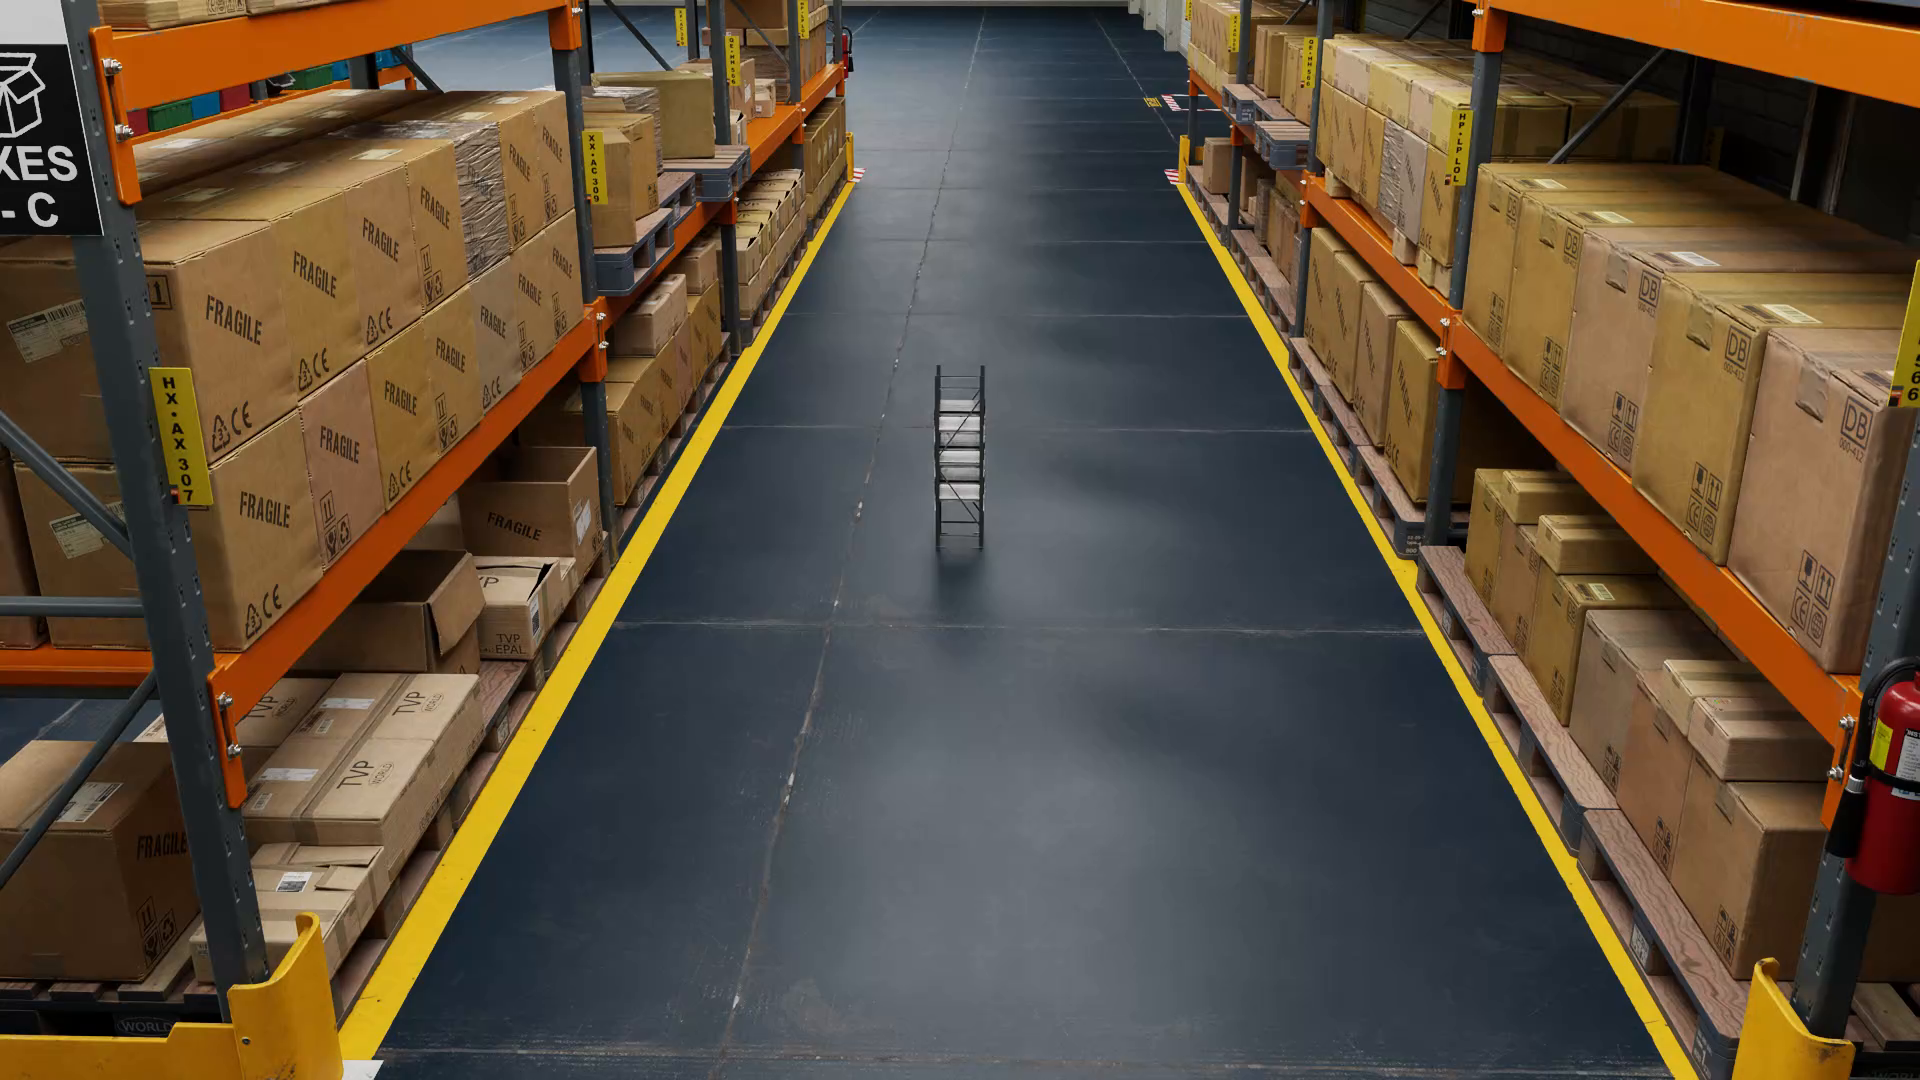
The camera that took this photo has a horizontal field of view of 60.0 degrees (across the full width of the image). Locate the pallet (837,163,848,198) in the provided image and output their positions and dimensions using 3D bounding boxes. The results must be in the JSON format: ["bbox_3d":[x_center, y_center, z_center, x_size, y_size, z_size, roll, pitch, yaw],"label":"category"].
[{"bbox_3d":[-1.814,-4.044,18.660,1.003,0.211,1.213,1,21,2],"label":"pallet"}]

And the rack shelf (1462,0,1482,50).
[{"bbox_3d":[2.815,-3.015,9.001,1.077,0.370,4.000,1,21,2],"label":"rack shelf"}]

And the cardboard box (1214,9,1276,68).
[{"bbox_3d":[2.712,-4.766,15.807,0.500,0.500,0.500,1,21,1],"label":"cardboard box"}]

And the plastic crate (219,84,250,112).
[{"bbox_3d":[-6.614,-4.082,14.815,0.402,0.464,0.583,1,21,2],"label":"plastic crate"}]

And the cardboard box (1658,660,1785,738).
[{"bbox_3d":[2.382,0.489,5.100,0.380,0.149,0.250,1,21,3],"label":"cardboard box"}]

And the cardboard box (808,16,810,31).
[{"bbox_3d":[-1.709,-5.179,16.695,0.380,0.149,0.250,0,21,1],"label":"cardboard box"}]

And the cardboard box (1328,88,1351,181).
[{"bbox_3d":[2.580,-2.508,10.269,0.500,0.500,0.500,1,21,3],"label":"cardboard box"}]

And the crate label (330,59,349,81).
[{"bbox_3d":[-6.569,-5.025,17.284,0.502,0.435,0.616,1,21,2],"label":"crate label"}]

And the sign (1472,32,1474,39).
[{"bbox_3d":[3.430,-3.210,11.056,0.100,0.325,0.005,1,21,2],"label":"sign"}]

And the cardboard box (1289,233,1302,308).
[{"bbox_3d":[2.845,-1.976,12.323,0.700,0.500,0.500,1,21,2],"label":"cardboard box"}]

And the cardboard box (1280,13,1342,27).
[{"bbox_3d":[3.220,-4.578,15.325,0.500,0.500,0.500,0,21,0],"label":"cardboard box"}]

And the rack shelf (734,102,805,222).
[{"bbox_3d":[-2.015,-3.116,13.408,1.077,0.370,4.000,1,21,2],"label":"rack shelf"}]

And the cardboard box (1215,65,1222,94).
[{"bbox_3d":[2.732,-4.416,15.943,0.500,0.250,0.500,1,21,2],"label":"cardboard box"}]

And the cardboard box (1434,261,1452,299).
[{"bbox_3d":[2.481,-1.247,7.915,0.380,0.149,0.250,1,21,2],"label":"cardboard box"}]

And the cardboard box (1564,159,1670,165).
[{"bbox_3d":[3.020,-1.587,7.896,0.500,0.500,0.500,0,21,0],"label":"cardboard box"}]

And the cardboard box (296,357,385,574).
[{"bbox_3d":[-2.032,-0.227,4.829,0.500,0.500,0.500,0,21,1],"label":"cardboard box"}]

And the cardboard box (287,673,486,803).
[{"bbox_3d":[-1.989,0.686,5.808,0.500,0.250,0.500,1,21,2],"label":"cardboard box"}]

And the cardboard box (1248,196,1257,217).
[{"bbox_3d":[2.984,-3.200,15.937,0.380,0.166,0.250,-2,21,-5],"label":"cardboard box"}]

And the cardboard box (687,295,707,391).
[{"bbox_3d":[-1.886,-1.241,10.427,0.500,0.500,0.500,0,21,0],"label":"cardboard box"}]

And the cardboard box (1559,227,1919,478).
[{"bbox_3d":[2.681,-0.646,5.633,0.980,0.700,0.700,0,21,-1],"label":"cardboard box"}]

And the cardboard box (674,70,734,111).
[{"bbox_3d":[-2.041,-3.382,12.961,0.500,0.500,0.500,0,21,-1],"label":"cardboard box"}]

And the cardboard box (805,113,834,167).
[{"bbox_3d":[-1.584,-4.145,17.249,0.500,0.500,0.500,1,21,2],"label":"cardboard box"}]

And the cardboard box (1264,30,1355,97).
[{"bbox_3d":[2.923,-3.988,13.914,0.700,0.500,0.500,3,21,7],"label":"cardboard box"}]

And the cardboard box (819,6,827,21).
[{"bbox_3d":[-1.660,-5.735,18.129,0.380,0.149,0.250,1,21,3],"label":"cardboard box"}]

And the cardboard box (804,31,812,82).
[{"bbox_3d":[-1.904,-4.939,16.974,0.700,0.500,0.500,1,21,3],"label":"cardboard box"}]

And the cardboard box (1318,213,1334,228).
[{"bbox_3d":[2.925,-2.531,12.716,0.500,0.250,0.500,1,21,3],"label":"cardboard box"}]

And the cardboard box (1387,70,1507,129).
[{"bbox_3d":[2.553,-2.314,8.733,0.500,0.250,0.500,1,21,3],"label":"cardboard box"}]

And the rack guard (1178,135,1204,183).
[{"bbox_3d":[3.117,-4.375,19.114,1.175,0.500,0.348,1,21,2],"label":"rack guard"}]

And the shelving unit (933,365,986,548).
[{"bbox_3d":[0.000,-0.417,8.359,0.258,0.900,0.210,1,21,2],"label":"shelving unit"}]

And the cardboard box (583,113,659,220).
[{"bbox_3d":[-2.002,-1.943,8.671,0.700,0.500,0.500,4,22,10],"label":"cardboard box"}]

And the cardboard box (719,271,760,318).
[{"bbox_3d":[-1.766,-1.829,12.316,0.500,0.250,0.500,1,21,1],"label":"cardboard box"}]

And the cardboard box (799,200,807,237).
[{"bbox_3d":[-1.677,-2.936,15.169,0.500,0.250,0.500,0,21,1],"label":"cardboard box"}]

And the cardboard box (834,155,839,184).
[{"bbox_3d":[-1.570,-3.976,17.851,0.500,0.250,0.500,1,21,2],"label":"cardboard box"}]

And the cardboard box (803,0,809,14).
[{"bbox_3d":[-1.901,-5.531,16.706,0.700,0.500,0.500,1,21,2],"label":"cardboard box"}]

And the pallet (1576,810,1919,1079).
[{"bbox_3d":[2.578,1.227,5.075,1.003,0.211,1.213,1,21,2],"label":"pallet"}]

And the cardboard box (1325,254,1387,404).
[{"bbox_3d":[2.689,-1.288,10.093,0.750,0.750,0.750,1,21,1],"label":"cardboard box"}]

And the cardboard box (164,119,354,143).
[{"bbox_3d":[-2.524,-1.255,6.097,0.500,0.500,0.500,0,21,0],"label":"cardboard box"}]

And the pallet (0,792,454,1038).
[{"bbox_3d":[-2.294,1.148,5.278,1.003,0.211,1.213,1,21,2],"label":"pallet"}]

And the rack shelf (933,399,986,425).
[{"bbox_3d":[0.000,-0.637,8.273,0.258,0.077,0.200,1,21,2],"label":"rack shelf"}]

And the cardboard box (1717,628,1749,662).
[{"bbox_3d":[2.779,0.312,5.557,0.380,0.149,0.250,1,21,2],"label":"cardboard box"}]

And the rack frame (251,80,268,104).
[{"bbox_3d":[-6.905,-4.231,15.286,1.000,3.000,0.127,1,21,2],"label":"rack frame"}]

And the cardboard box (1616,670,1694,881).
[{"bbox_3d":[2.569,0.752,5.320,0.700,0.500,0.500,1,21,1],"label":"cardboard box"}]

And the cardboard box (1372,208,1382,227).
[{"bbox_3d":[2.598,-1.896,9.590,0.380,0.149,0.250,1,21,2],"label":"cardboard box"}]

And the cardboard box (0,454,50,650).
[{"bbox_3d":[-2.578,-0.048,4.367,0.500,0.500,0.500,1,21,3],"label":"cardboard box"}]

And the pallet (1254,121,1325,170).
[{"bbox_3d":[2.791,-2.845,11.979,1.213,0.211,1.003,1,21,2],"label":"pallet"}]

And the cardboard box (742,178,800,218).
[{"bbox_3d":[-1.690,-3.012,14.592,0.500,0.311,0.500,1,21,3],"label":"cardboard box"}]

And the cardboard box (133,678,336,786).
[{"bbox_3d":[-2.490,0.698,5.776,0.500,0.250,0.500,1,21,2],"label":"cardboard box"}]

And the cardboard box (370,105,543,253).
[{"bbox_3d":[-1.967,-1.424,6.532,0.500,0.500,0.500,0,21,1],"label":"cardboard box"}]

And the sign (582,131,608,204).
[{"bbox_3d":[-1.655,-1.683,7.522,0.100,0.325,0.005,1,21,2],"label":"sign"}]

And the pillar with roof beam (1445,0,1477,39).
[{"bbox_3d":[-0.523,-5.980,11.501,9.100,9.000,0.400,1,21,2],"label":"pillar with roof beam"}]

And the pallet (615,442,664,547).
[{"bbox_3d":[-2.211,-0.277,8.951,1.003,0.211,1.213,1,21,2],"label":"pallet"}]

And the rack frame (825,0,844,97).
[{"bbox_3d":[-1.833,-5.621,18.869,1.000,3.000,0.127,1,21,2],"label":"rack frame"}]
